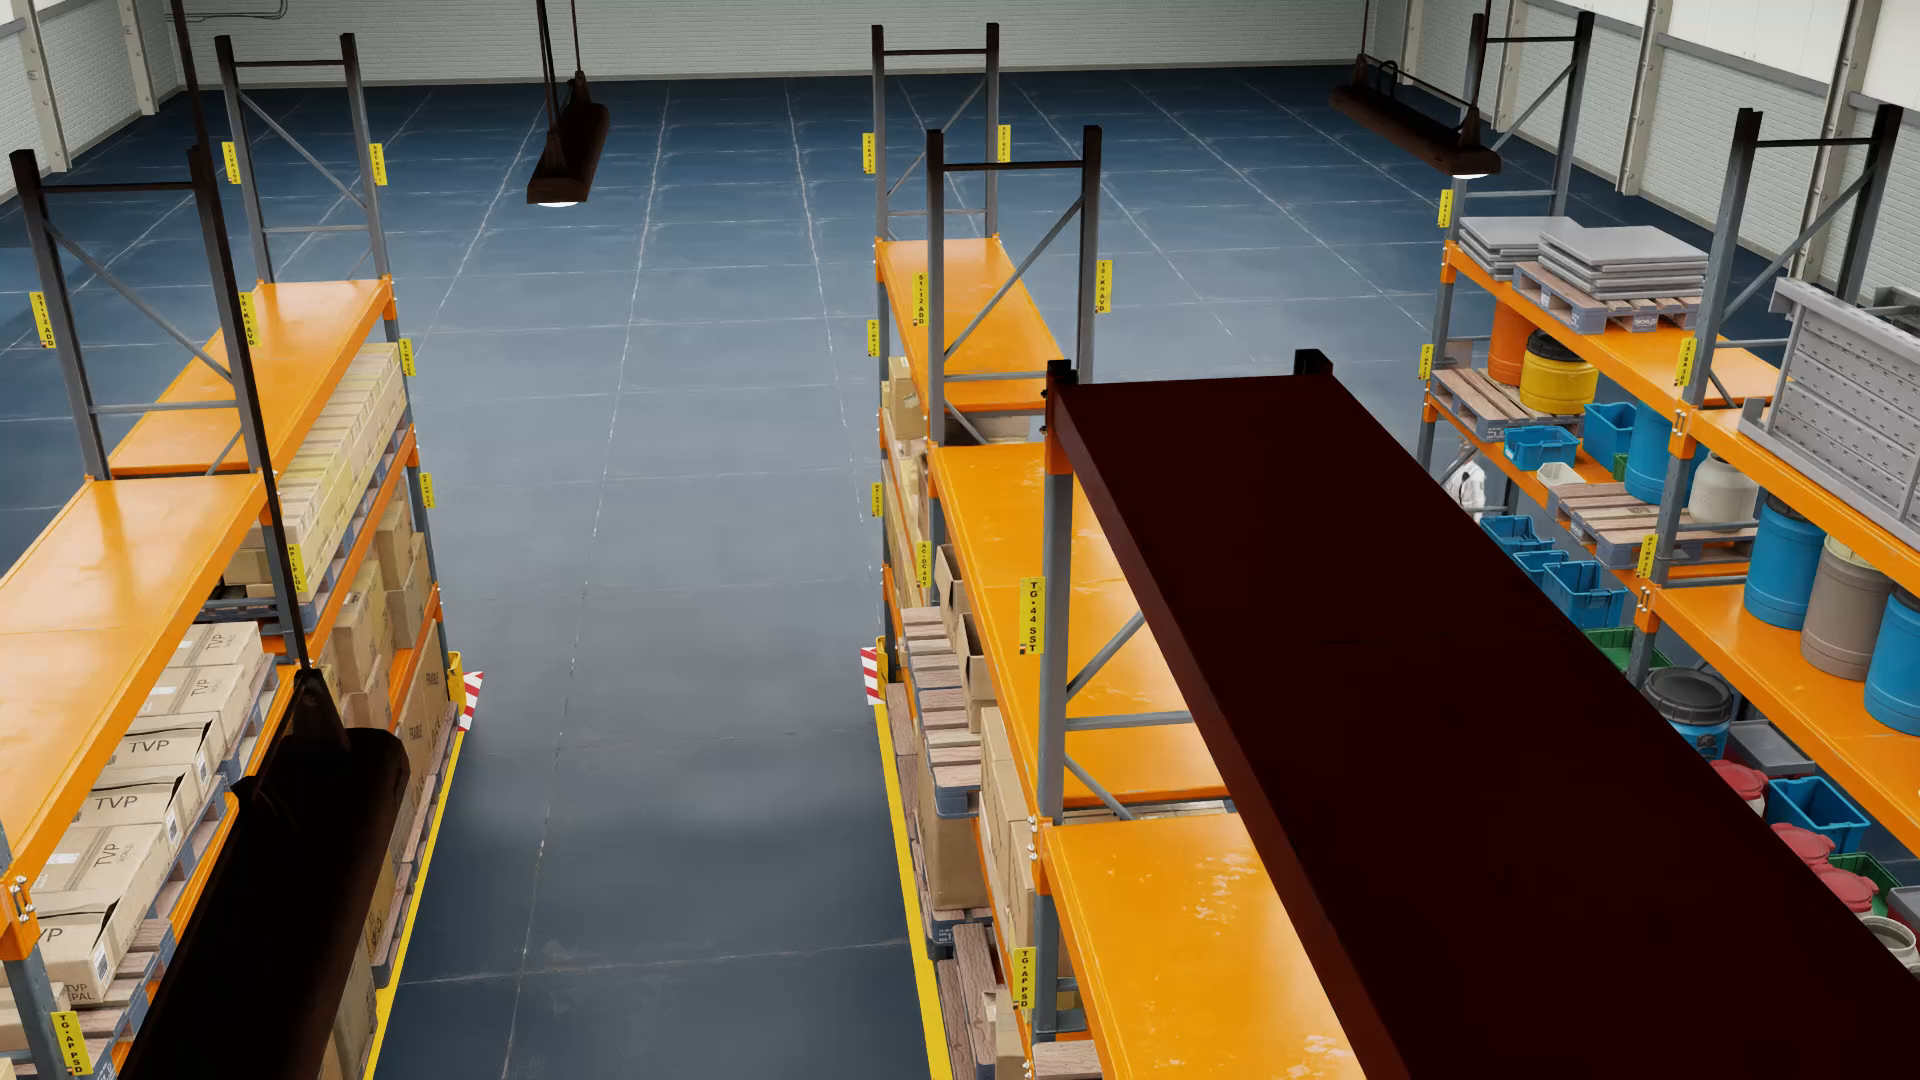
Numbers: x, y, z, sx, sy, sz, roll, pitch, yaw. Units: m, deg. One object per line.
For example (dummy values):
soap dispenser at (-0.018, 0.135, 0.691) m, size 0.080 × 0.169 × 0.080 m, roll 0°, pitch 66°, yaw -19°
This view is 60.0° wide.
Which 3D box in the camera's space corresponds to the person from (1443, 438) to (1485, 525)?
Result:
person at (5.061, -0.260, 17.121) m, size 0.558 × 1.686 × 0.505 m, roll -4°, pitch 26°, yaw -8°
